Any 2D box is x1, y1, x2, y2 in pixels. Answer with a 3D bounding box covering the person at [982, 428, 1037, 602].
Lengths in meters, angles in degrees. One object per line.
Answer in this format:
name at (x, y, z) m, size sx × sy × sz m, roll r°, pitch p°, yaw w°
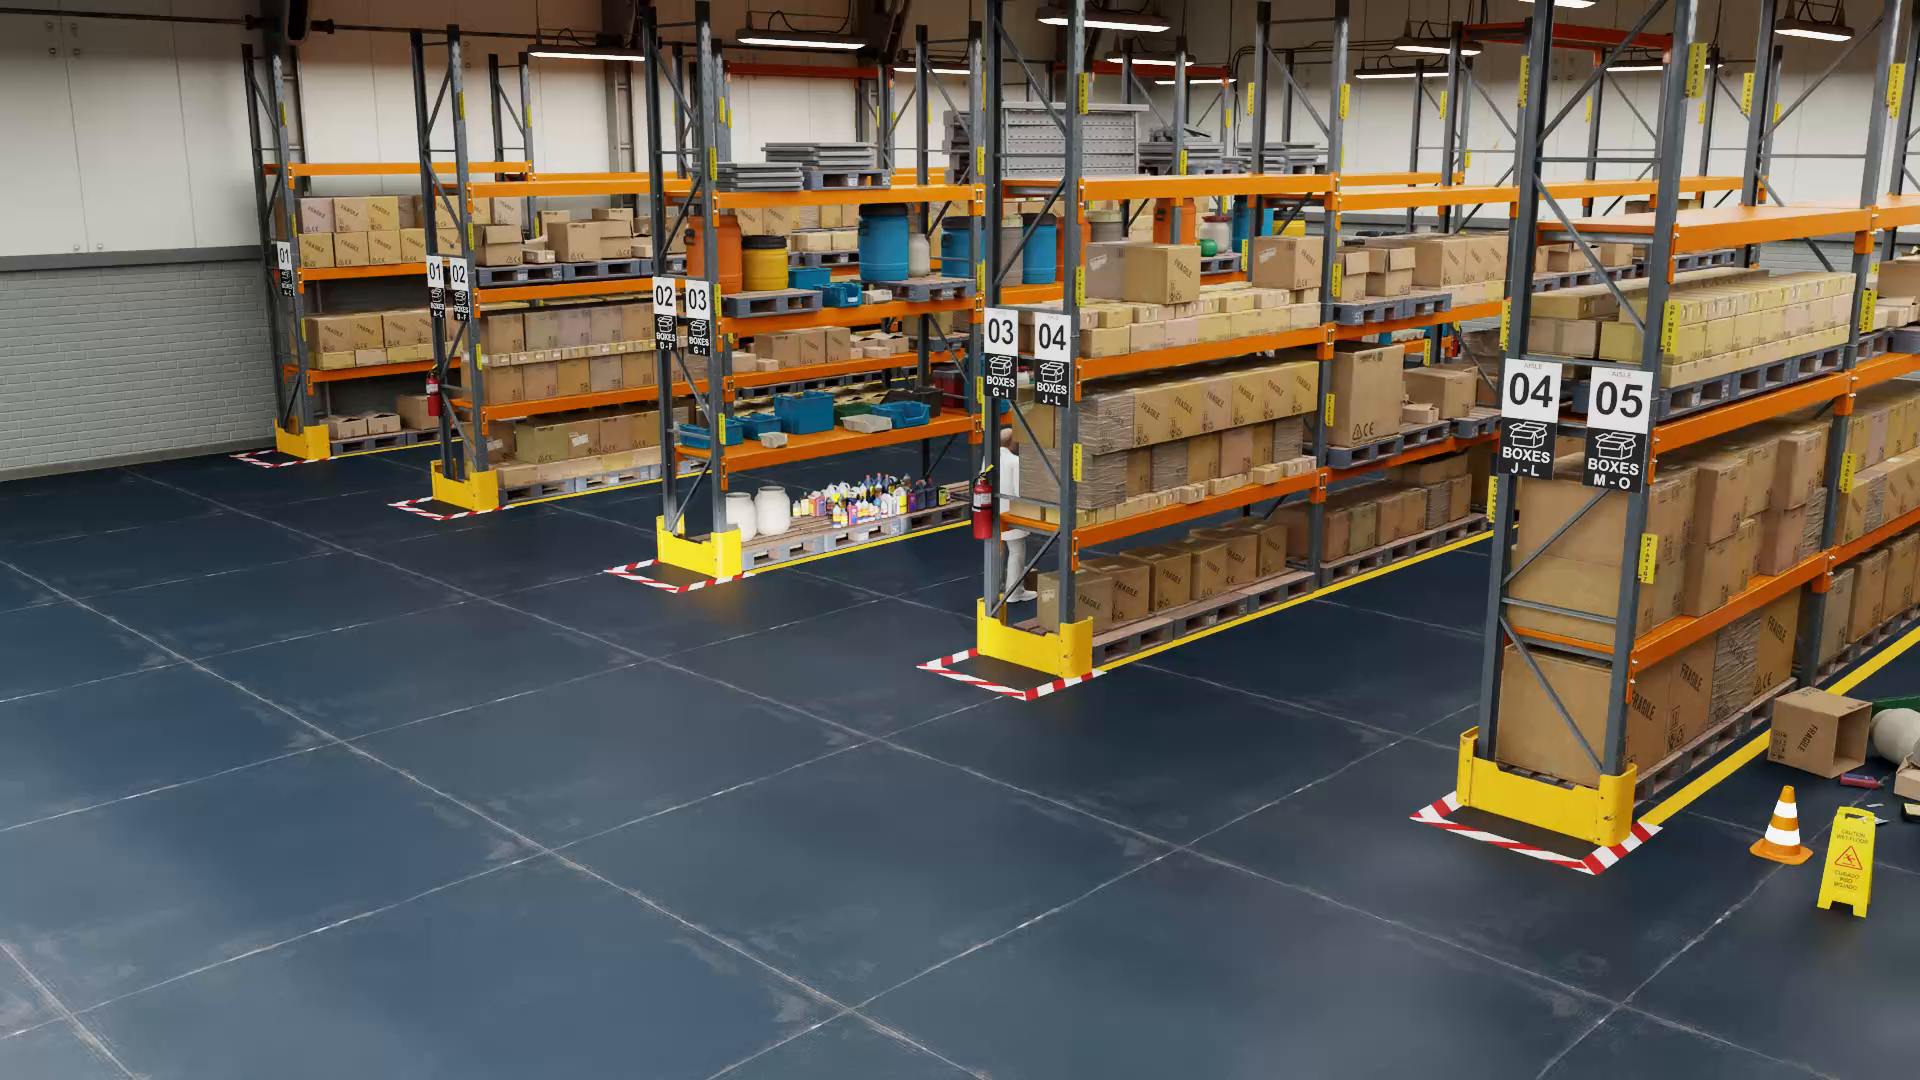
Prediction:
person at (0.478, -0.267, 17.137) m, size 0.644 × 1.774 × 0.424 m, roll 13°, pitch 19°, yaw 43°
